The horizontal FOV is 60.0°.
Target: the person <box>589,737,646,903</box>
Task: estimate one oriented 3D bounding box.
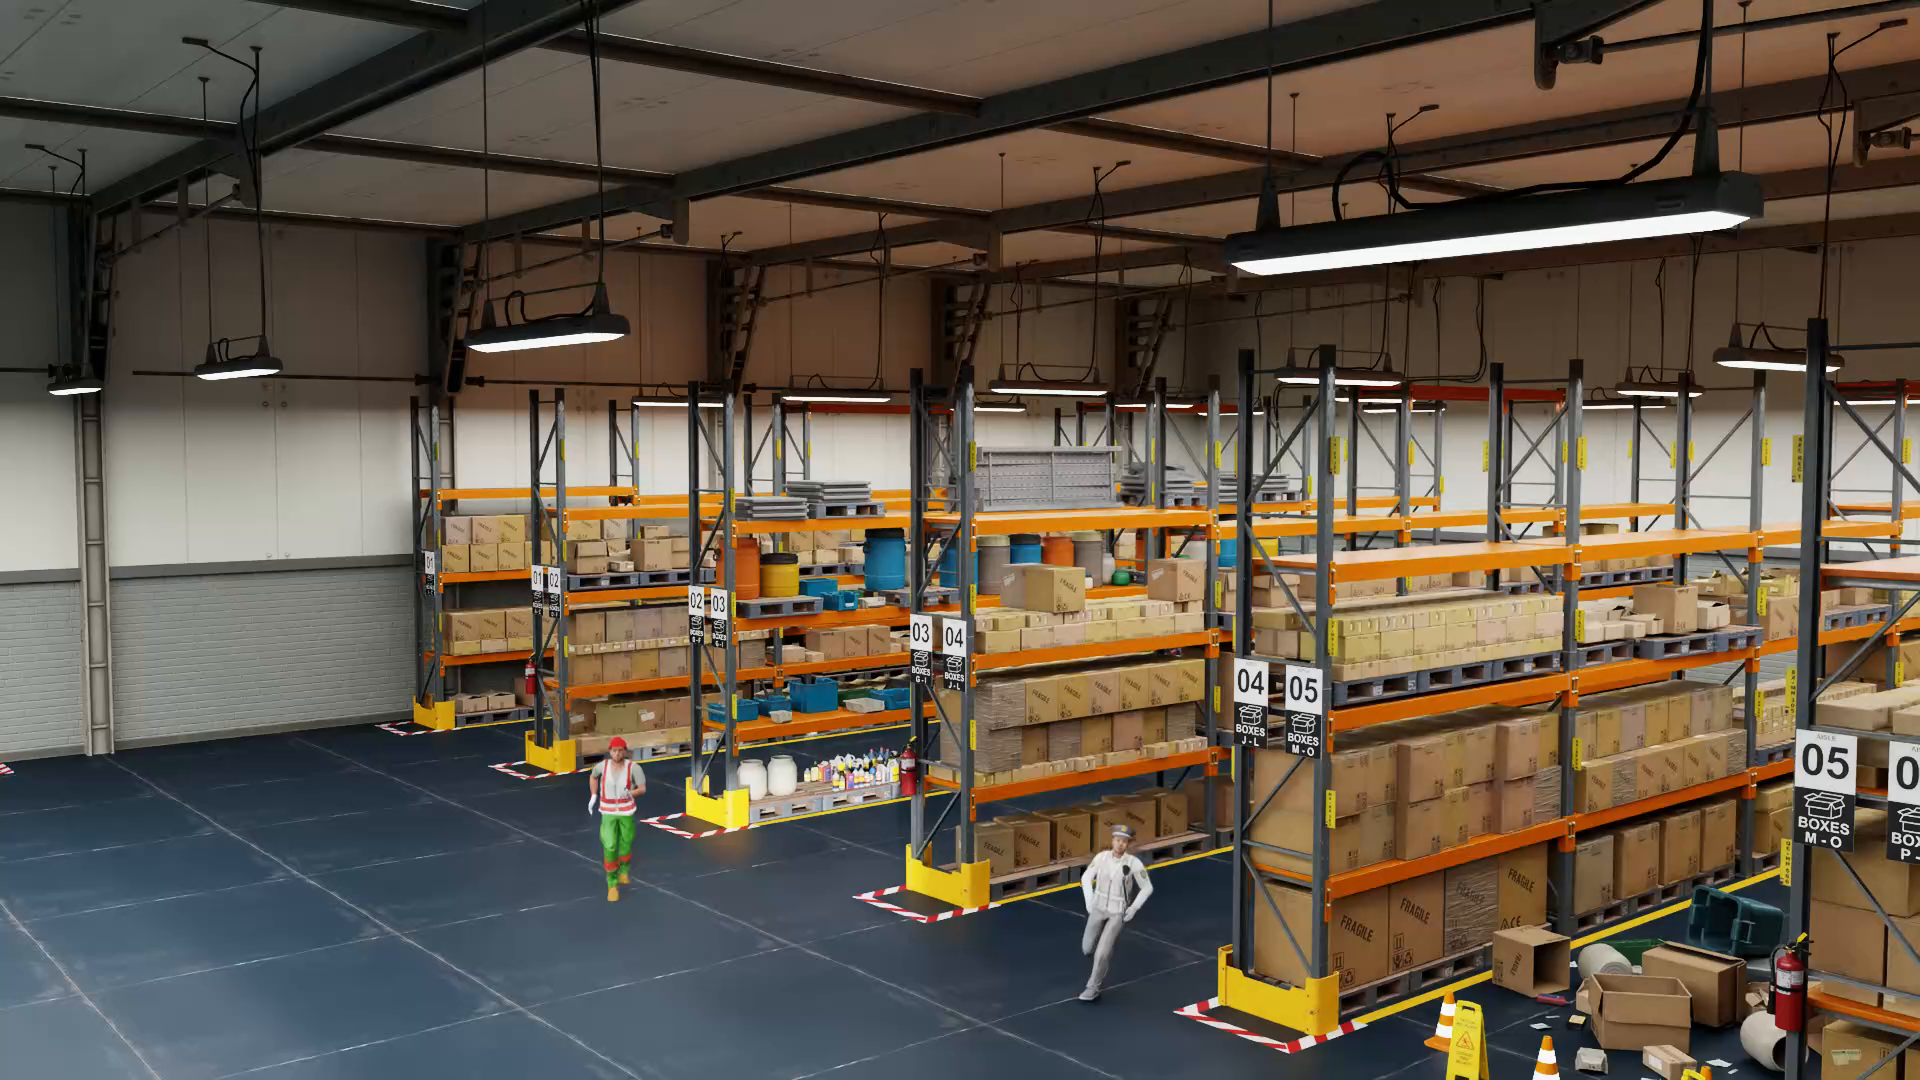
[{"bbox_3d":[-3.897,3.147,18.933,0.644,1.842,0.877,-1,3,-12],"label":"person"}]

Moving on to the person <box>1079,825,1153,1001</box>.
[{"bbox_3d":[1.441,3.439,15.456,0.678,1.622,0.612,2,4,25],"label":"person"}]
